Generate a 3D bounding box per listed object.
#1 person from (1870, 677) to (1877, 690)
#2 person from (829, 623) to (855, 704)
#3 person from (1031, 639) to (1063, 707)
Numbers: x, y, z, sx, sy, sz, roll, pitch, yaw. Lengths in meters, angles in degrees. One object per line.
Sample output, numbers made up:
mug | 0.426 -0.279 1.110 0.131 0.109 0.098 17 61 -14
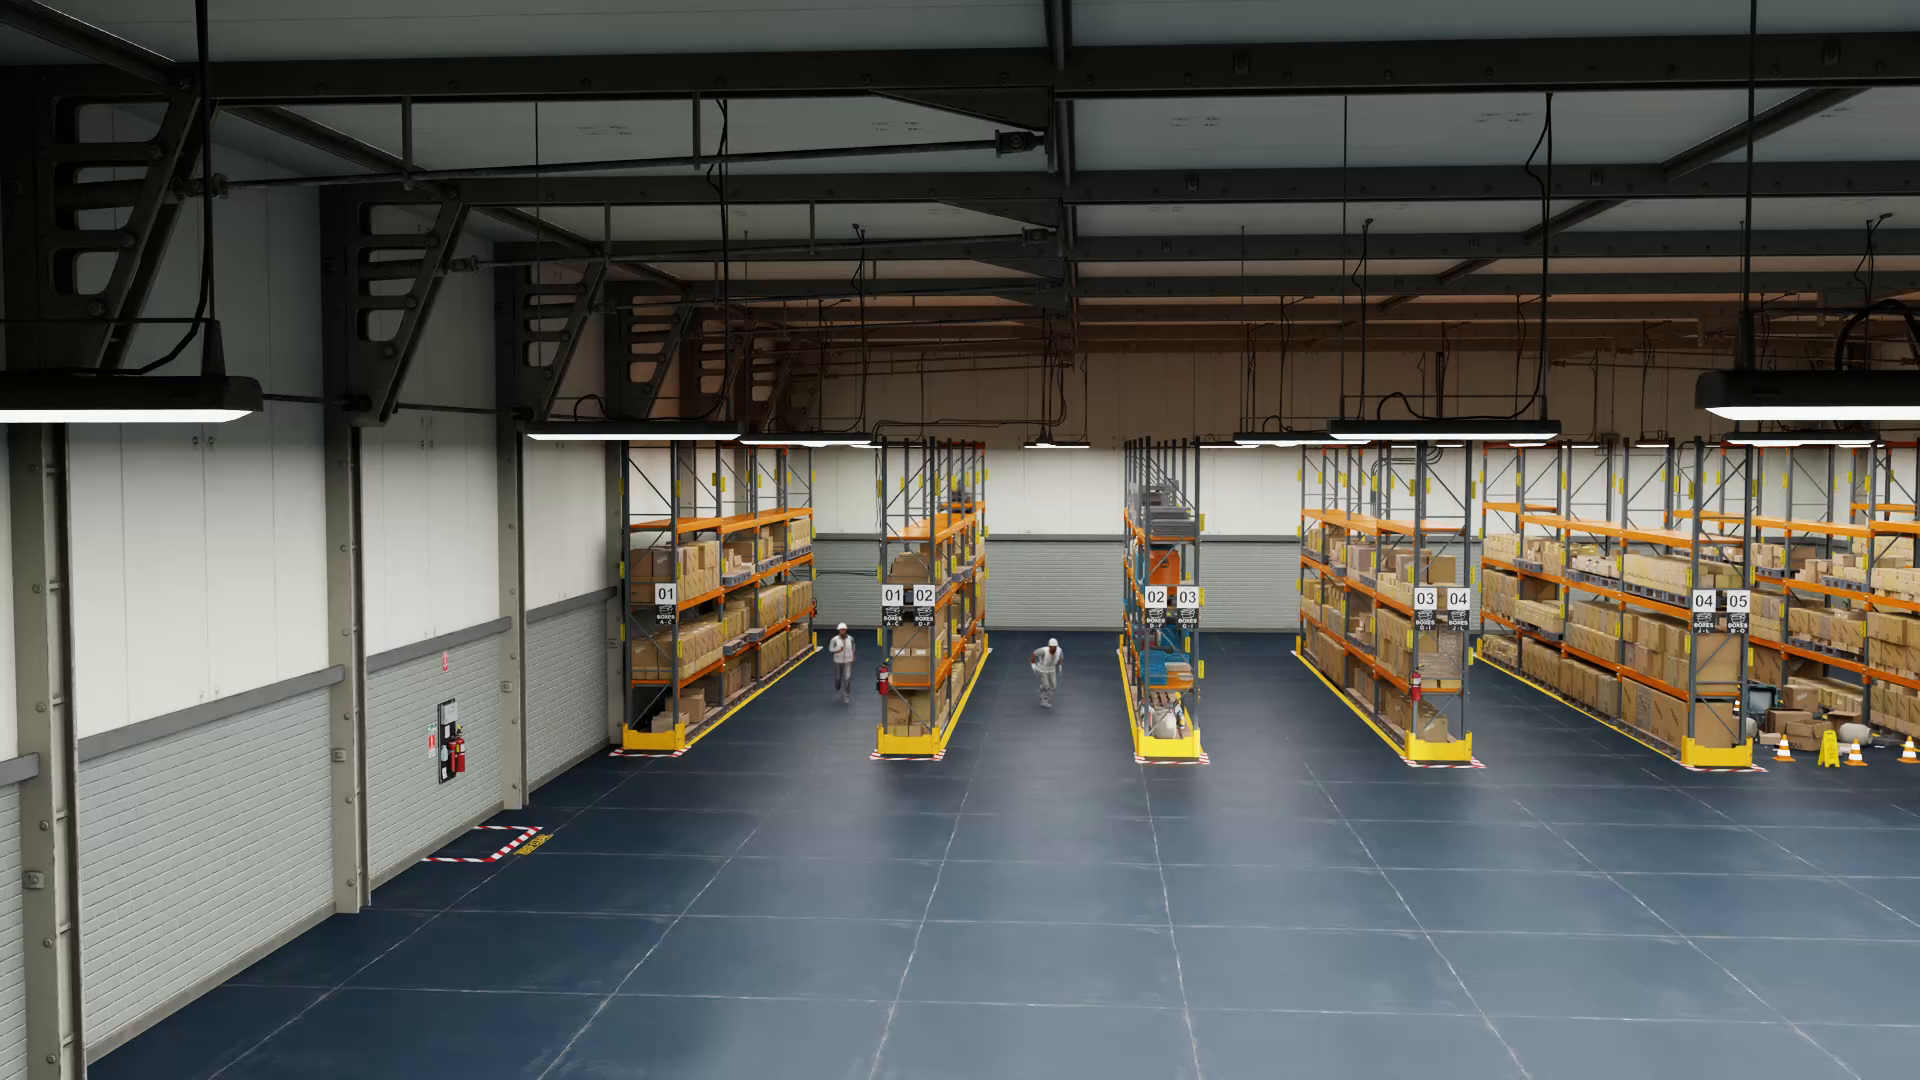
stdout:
person | 20.992 2.895 38.366 0.573 1.567 0.476 0 3 -5
person | -2.683 2.788 37.915 0.636 1.804 0.907 -1 3 -12
person | 1.935 2.957 37.023 0.711 1.583 0.840 -1 3 -20
